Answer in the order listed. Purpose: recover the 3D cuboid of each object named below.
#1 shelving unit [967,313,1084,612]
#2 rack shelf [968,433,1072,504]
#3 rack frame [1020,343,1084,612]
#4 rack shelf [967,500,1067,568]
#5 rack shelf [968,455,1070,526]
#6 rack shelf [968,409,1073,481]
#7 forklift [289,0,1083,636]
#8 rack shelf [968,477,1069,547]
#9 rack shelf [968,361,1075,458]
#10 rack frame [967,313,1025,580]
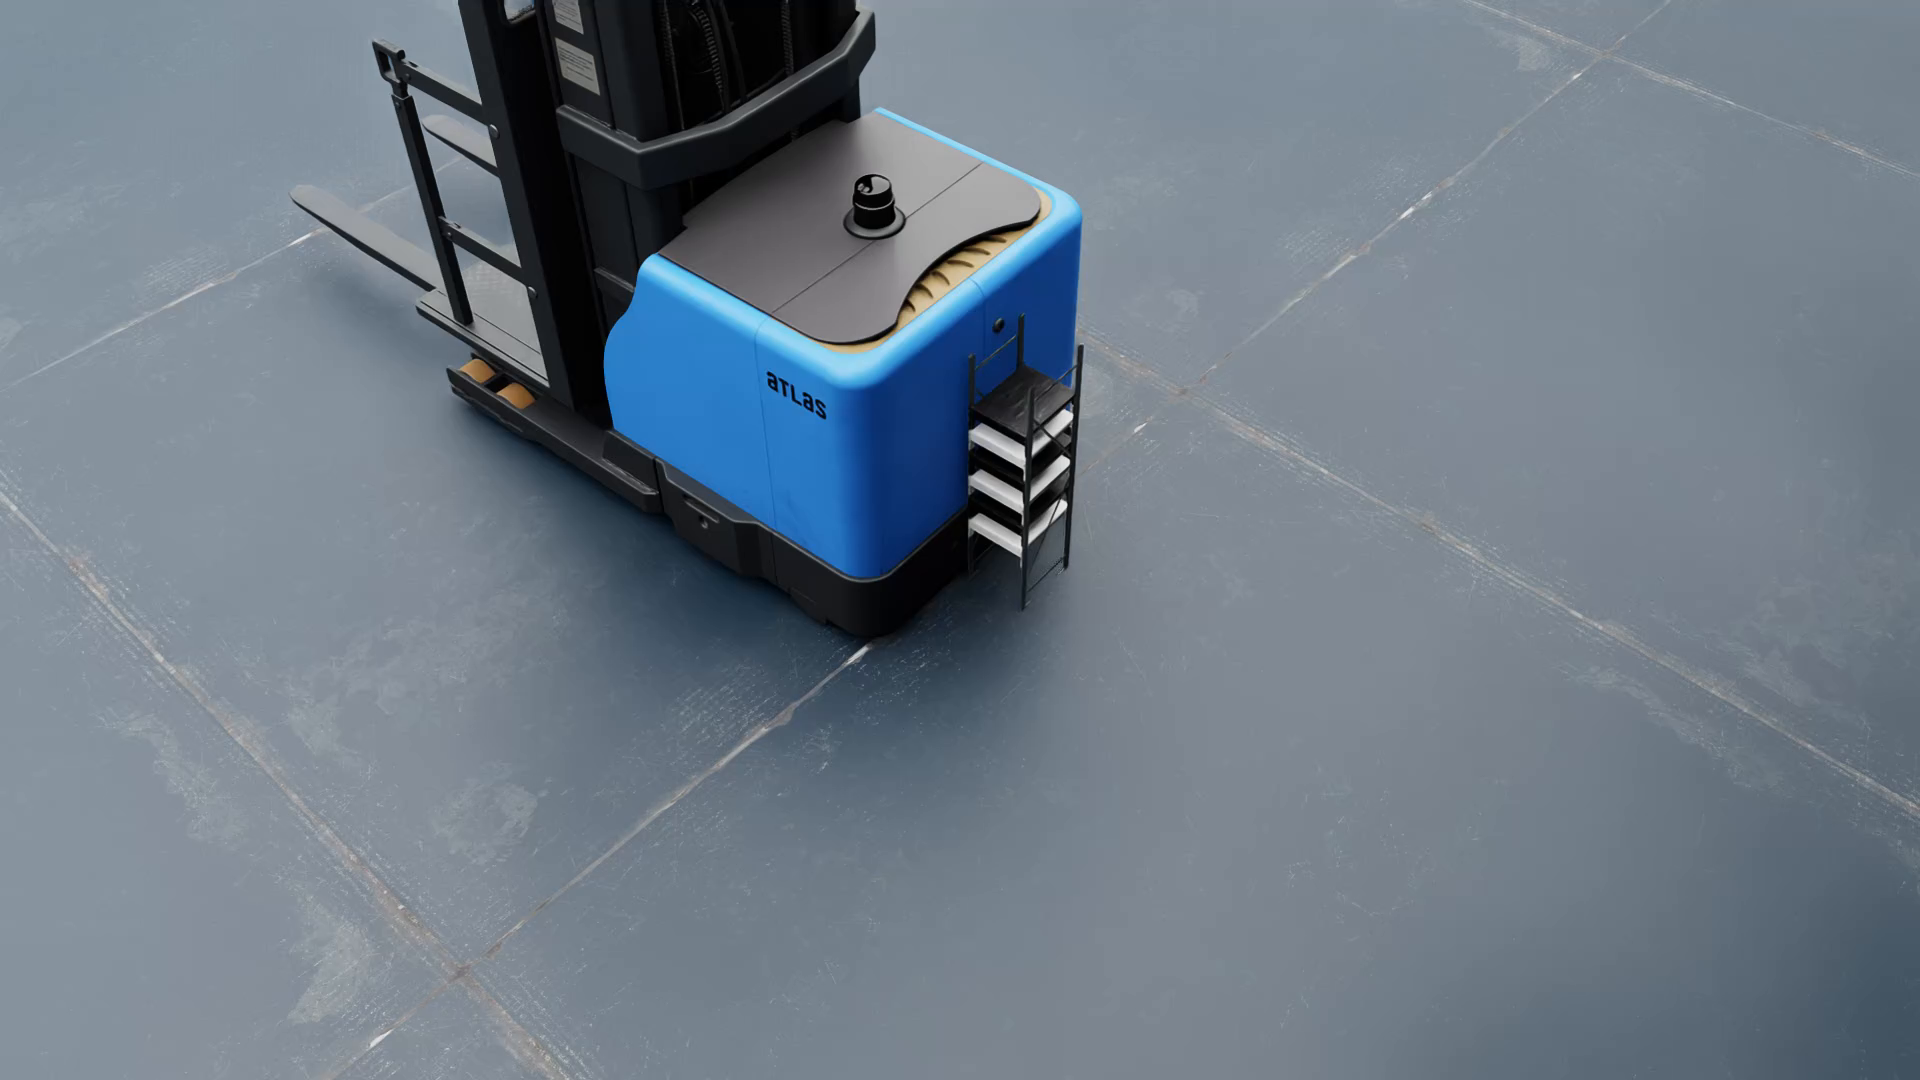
[{"bbox_3d":[0.180,-0.205,4.825,0.210,0.900,0.258,31,54,26],"label":"shelving unit"},{"bbox_3d":[0.180,-0.244,4.784,0.200,0.077,0.258,31,54,26],"label":"rack shelf"},{"bbox_3d":[0.259,-0.159,4.782,0.006,0.900,0.240,31,54,26],"label":"rack frame"},{"bbox_3d":[0.180,-0.059,4.981,0.200,0.077,0.258,31,54,26],"label":"rack shelf"},{"bbox_3d":[0.180,-0.182,4.850,0.200,0.077,0.258,31,54,26],"label":"rack shelf"},{"bbox_3d":[0.180,-0.306,4.719,0.200,0.077,0.258,31,54,26],"label":"rack shelf"},{"bbox_3d":[-1.100,-1.631,4.771,3.031,2.935,1.130,31,54,26],"label":"forklift"},{"bbox_3d":[0.180,-0.121,4.915,0.200,0.077,0.258,31,54,26],"label":"rack shelf"},{"bbox_3d":[0.180,-0.367,4.653,0.200,0.077,0.258,31,54,26],"label":"rack shelf"},{"bbox_3d":[0.101,-0.252,4.869,0.006,0.900,0.240,31,54,26],"label":"rack frame"}]
